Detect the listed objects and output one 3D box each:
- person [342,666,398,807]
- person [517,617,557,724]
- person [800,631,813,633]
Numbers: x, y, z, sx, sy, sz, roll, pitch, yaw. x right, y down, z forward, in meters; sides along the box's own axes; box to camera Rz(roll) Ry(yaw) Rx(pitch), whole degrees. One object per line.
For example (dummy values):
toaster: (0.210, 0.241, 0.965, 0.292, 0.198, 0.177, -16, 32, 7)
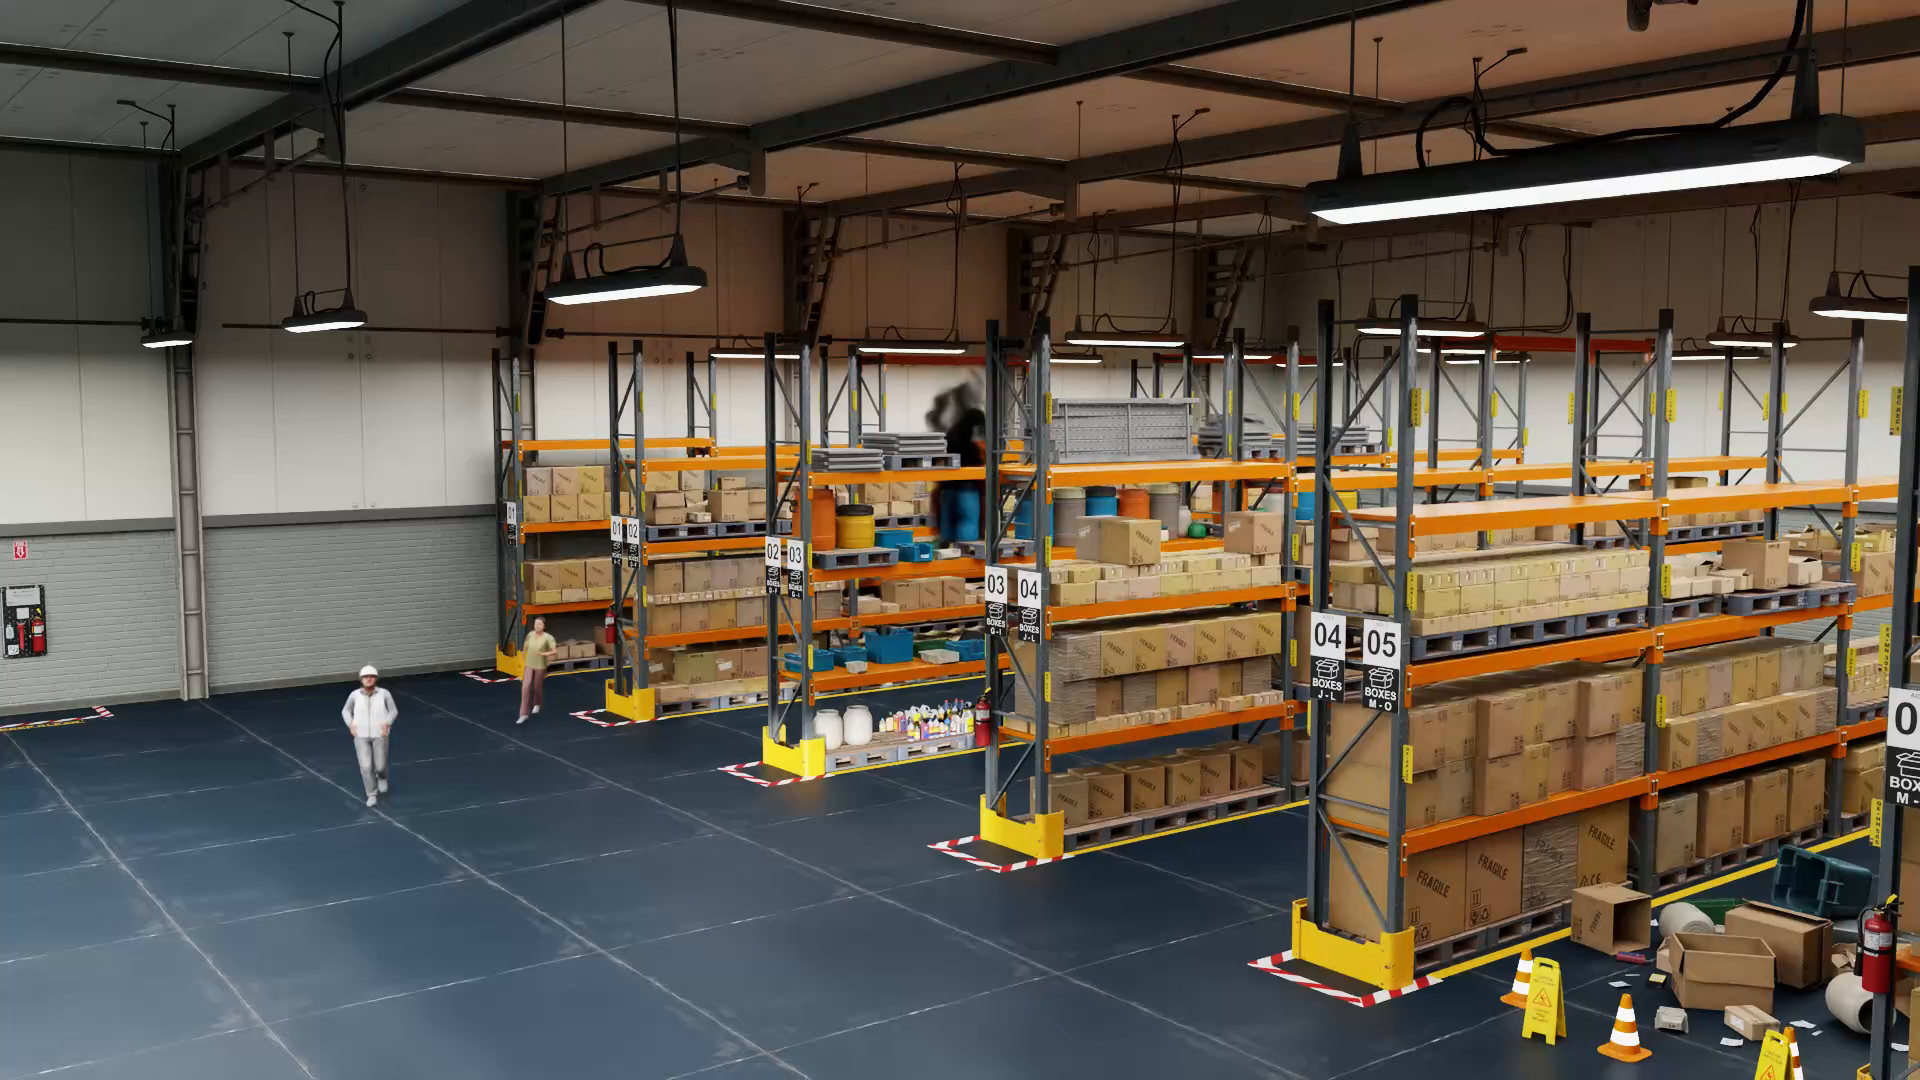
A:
person: (-7.458, 2.453, 21.031, 0.670, 1.745, 0.618, -1, 5, -16)
person: (-6.669, 2.040, 26.418, 0.593, 1.683, 0.893, 1, 5, 6)
person: (-2.879, 1.534, 31.447, 0.699, 1.737, 0.693, -4, 6, -39)
